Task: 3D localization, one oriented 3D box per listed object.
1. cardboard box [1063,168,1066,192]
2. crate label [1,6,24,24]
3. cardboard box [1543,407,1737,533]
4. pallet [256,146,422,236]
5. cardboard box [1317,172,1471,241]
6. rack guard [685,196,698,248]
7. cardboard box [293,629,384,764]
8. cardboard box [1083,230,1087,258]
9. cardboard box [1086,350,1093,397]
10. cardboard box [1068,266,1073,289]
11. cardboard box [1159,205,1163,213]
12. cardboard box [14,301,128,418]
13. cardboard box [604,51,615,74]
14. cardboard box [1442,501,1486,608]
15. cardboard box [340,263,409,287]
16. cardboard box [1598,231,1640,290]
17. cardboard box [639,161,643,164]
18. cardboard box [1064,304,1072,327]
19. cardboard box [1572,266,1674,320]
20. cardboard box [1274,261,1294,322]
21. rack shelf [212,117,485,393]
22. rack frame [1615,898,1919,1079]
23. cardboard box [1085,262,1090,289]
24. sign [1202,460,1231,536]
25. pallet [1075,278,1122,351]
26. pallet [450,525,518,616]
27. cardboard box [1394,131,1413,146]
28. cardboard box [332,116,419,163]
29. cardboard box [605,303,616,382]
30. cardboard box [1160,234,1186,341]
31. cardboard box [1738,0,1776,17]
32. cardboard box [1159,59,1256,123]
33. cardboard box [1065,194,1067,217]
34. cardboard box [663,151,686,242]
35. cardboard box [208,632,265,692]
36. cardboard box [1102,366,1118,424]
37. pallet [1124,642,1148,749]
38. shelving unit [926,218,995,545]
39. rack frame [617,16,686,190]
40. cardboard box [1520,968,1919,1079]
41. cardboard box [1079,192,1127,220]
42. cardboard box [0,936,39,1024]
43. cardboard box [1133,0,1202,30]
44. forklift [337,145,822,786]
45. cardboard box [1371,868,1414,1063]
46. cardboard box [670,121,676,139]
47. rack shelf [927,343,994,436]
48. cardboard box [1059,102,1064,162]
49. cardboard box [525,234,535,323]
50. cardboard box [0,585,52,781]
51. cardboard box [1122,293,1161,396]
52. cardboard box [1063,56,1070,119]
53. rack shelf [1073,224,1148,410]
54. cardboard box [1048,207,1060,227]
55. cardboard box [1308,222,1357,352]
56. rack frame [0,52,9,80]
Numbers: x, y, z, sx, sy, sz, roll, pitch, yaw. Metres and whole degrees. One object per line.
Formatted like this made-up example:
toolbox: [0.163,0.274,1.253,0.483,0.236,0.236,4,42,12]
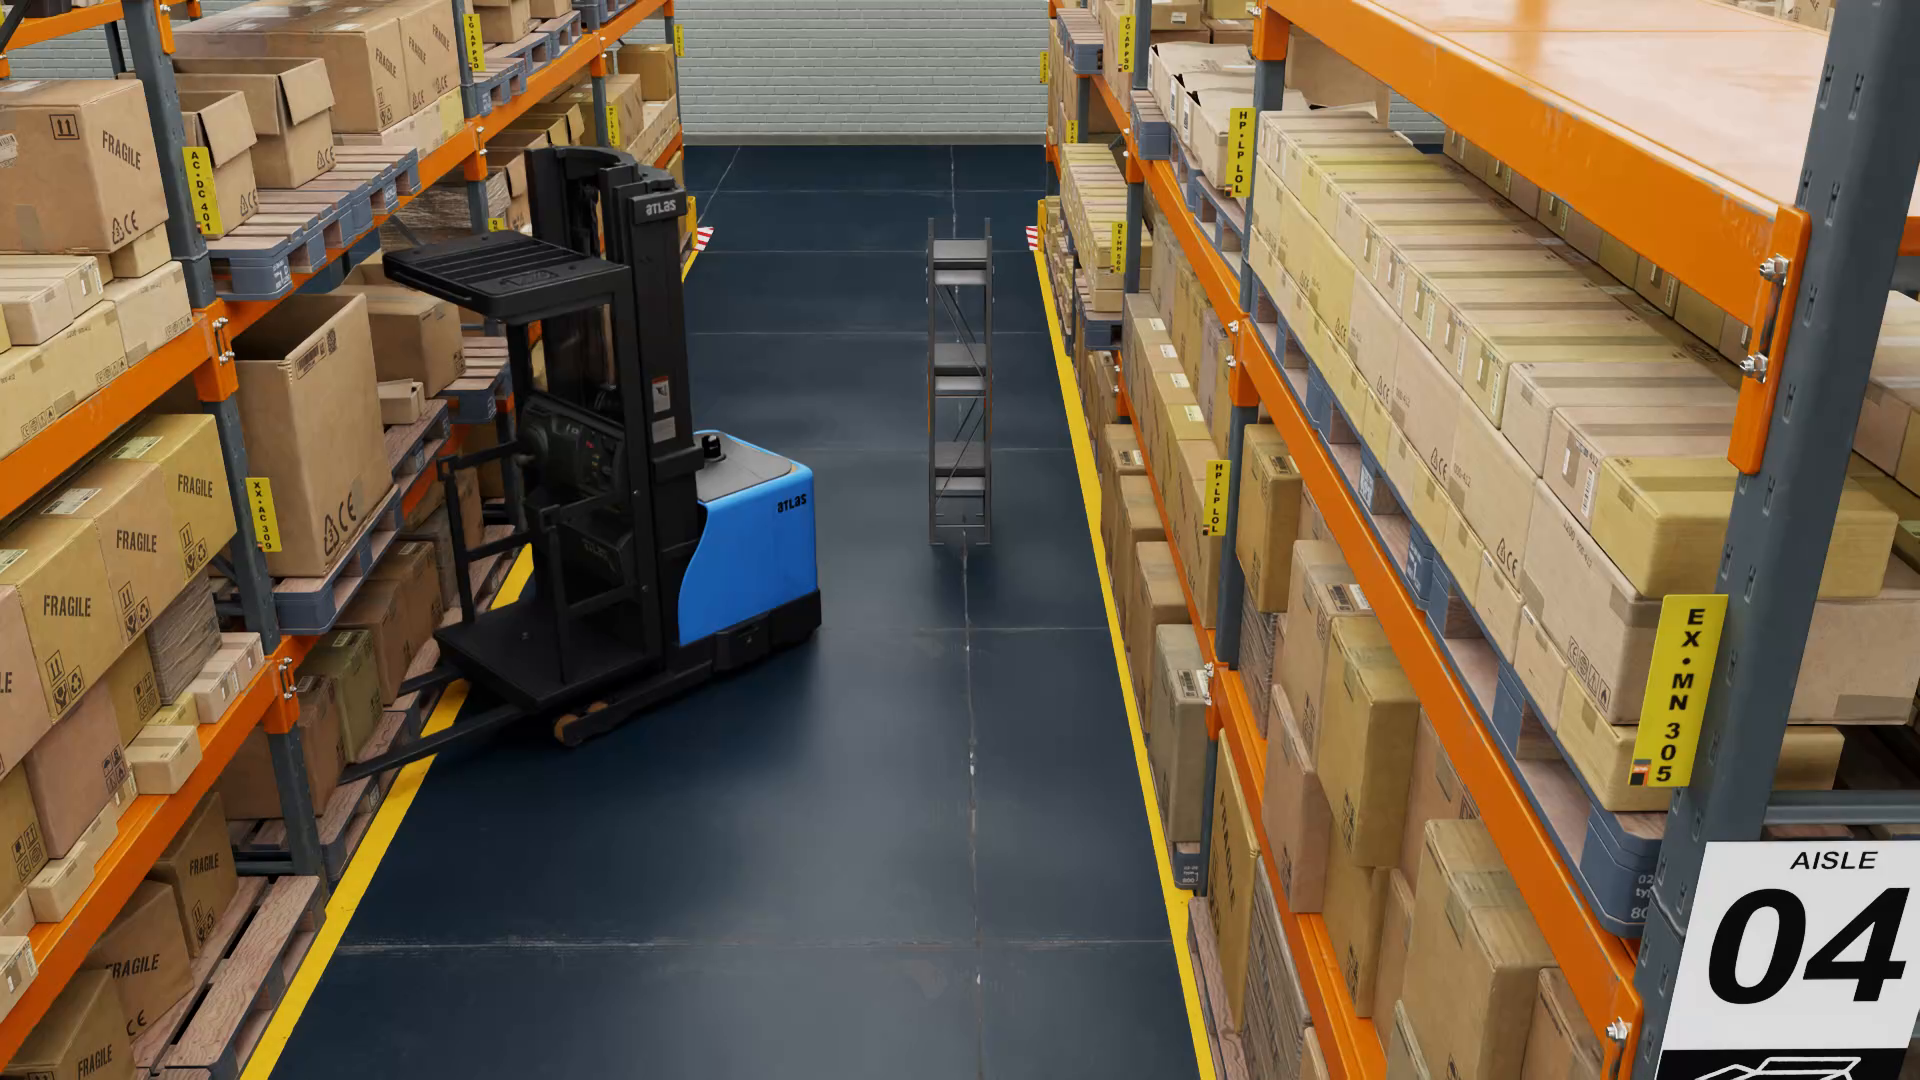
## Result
cardboard box: [1.036,-2.920,13.500,0.380,0.149,0.250,-1,24,-2]
crate label: [-8.143,-4.425,14.074,0.293,0.136,0.466,0,24,-1]
cardboard box: [1.274,-0.127,2.956,0.380,0.149,0.250,0,24,0]
pallet: [-3.301,-1.665,7.879,1.213,0.211,1.003,0,24,-1]
cardboard box: [1.251,-0.963,4.805,0.380,0.149,0.250,0,24,0]
rack guard: [-3.518,-3.517,18.420,1.175,0.500,0.348,0,24,-1]
cardboard box: [-3.358,0.787,8.369,0.700,0.500,0.500,0,24,-1]
cardboard box: [1.058,-2.066,11.612,0.380,0.149,0.250,0,24,0]
cardboard box: [1.257,-1.292,12.989,0.500,0.500,0.500,0,24,0]
cardboard box: [1.180,-2.393,15.128,0.380,0.149,0.250,0,24,0]
cardboard box: [1.707,-2.485,12.538,0.380,0.149,0.250,0,24,0]
cardboard box: [-3.125,-0.598,5.474,0.500,0.250,0.500,0,24,1]
cardboard box: [-3.777,-4.650,16.803,0.500,0.500,0.500,-1,24,-2]
cardboard box: [1.268,0.028,3.583,0.380,0.149,0.250,0,24,0]
cardboard box: [-3.384,-1.364,9.996,0.500,0.500,0.500,-3,25,-7]
cardboard box: [1.914,-0.760,4.356,0.380,0.149,0.250,0,24,0]
cardboard box: [-3.158,-3.437,15.515,0.380,0.149,0.250,-1,24,-1]
cardboard box: [1.142,-2.031,15.051,0.380,0.149,0.250,0,24,0]
cardboard box: [1.852,-0.529,4.329,0.500,0.250,0.500,0,24,-1]
cardboard box: [1.244,-0.810,5.435,0.380,0.149,0.250,0,24,-1]
rack shelf: [-3.408,-1.565,8.302,1.077,0.370,4.000,0,24,-1]
rack frame: [1.618,1.966,3.263,1.000,3.000,0.127,0,24,-1]
cardboard box: [1.061,-1.817,11.422,0.380,0.149,0.250,0,24,0]
sign: [1.032,-0.167,6.671,0.100,0.325,0.005,0,24,-1]
pallet: [1.416,-1.536,11.239,1.213,0.211,1.003,0,24,-1]
pallet: [-3.423,0.243,10.457,1.003,0.211,1.213,0,24,-1]
cardboard box: [1.819,-1.750,7.513,0.380,0.149,0.250,0,24,-1]
cardboard box: [-3.158,-2.042,8.667,0.500,0.250,0.500,0,24,1]
cardboard box: [-3.436,-1.589,13.193,1.225,0.875,0.875,-1,24,-2]
cardboard box: [1.532,-1.438,9.455,0.700,0.500,0.500,-1,24,-1]
cardboard box: [6.099,-3.971,12.524,0.380,0.166,0.250,-2,24,-4]
cardboard box: [1.324,-2.360,8.739,0.500,0.250,0.500,0,24,1]
cardboard box: [1.039,-2.674,13.317,0.380,0.149,0.250,0,24,0]
cardboard box: [-3.430,-3.606,17.652,0.875,0.875,0.875,0,24,-1]
cardboard box: [-3.090,0.500,6.809,0.380,0.149,0.250,0,24,-1]
cardboard box: [1.261,-1.005,11.446,0.500,0.250,0.500,-1,24,-2]
pallet: [1.474,0.767,9.298,1.003,0.211,1.213,0,24,-1]
shelving unit: [-0.002,-1.025,10.968,0.431,2.100,0.503,0,24,-1]
rack frame: [-3.517,-4.646,17.883,1.000,3.000,0.127,0,24,-1]
cardboard box: [1.653,1.253,3.348,0.875,0.550,0.550,0,24,-1]
cardboard box: [1.055,-2.411,12.014,0.380,0.149,0.250,1,24,2]
cardboard box: [-3.027,1.324,4.987,0.380,0.149,0.250,0,24,-1]
cardboard box: [1.266,-3.257,10.121,0.396,0.266,0.258,0,24,-1]
forklift: [-2.222,-0.479,8.753,1.130,2.935,3.031,22,32,40]
cardboard box: [1.660,1.287,4.582,0.875,0.550,0.550,0,24,-1]
cardboard box: [-3.180,-4.279,17.377,0.380,0.149,0.250,0,24,0]
rack shelf: [-0.002,-1.012,10.974,0.431,0.518,0.480,0,24,-1]
cardboard box: [1.191,-3.777,15.478,0.500,0.500,0.500,0,24,-1]
cardboard box: [-3.171,-1.809,11.489,0.500,0.500,0.500,-1,24,-2]
cardboard box: [-3.093,0.464,4.888,0.500,0.500,0.500,0,24,-1]
cardboard box: [1.266,-1.190,10.119,0.500,0.500,0.500,0,24,0]
cardboard box: [1.200,-4.021,14.805,0.500,0.500,0.500,-1,24,-2]
rack shelf: [1.509,-1.827,12.522,1.077,0.370,4.000,0,24,-1]
cardboard box: [1.107,-3.355,17.257,0.380,0.149,0.250,0,24,-1]
cardboard box: [1.313,-0.734,4.784,0.500,0.250,0.500,-1,24,-1]
rack frame: [-8.426,-2.976,14.189,1.000,3.000,0.127,0,24,-1]
